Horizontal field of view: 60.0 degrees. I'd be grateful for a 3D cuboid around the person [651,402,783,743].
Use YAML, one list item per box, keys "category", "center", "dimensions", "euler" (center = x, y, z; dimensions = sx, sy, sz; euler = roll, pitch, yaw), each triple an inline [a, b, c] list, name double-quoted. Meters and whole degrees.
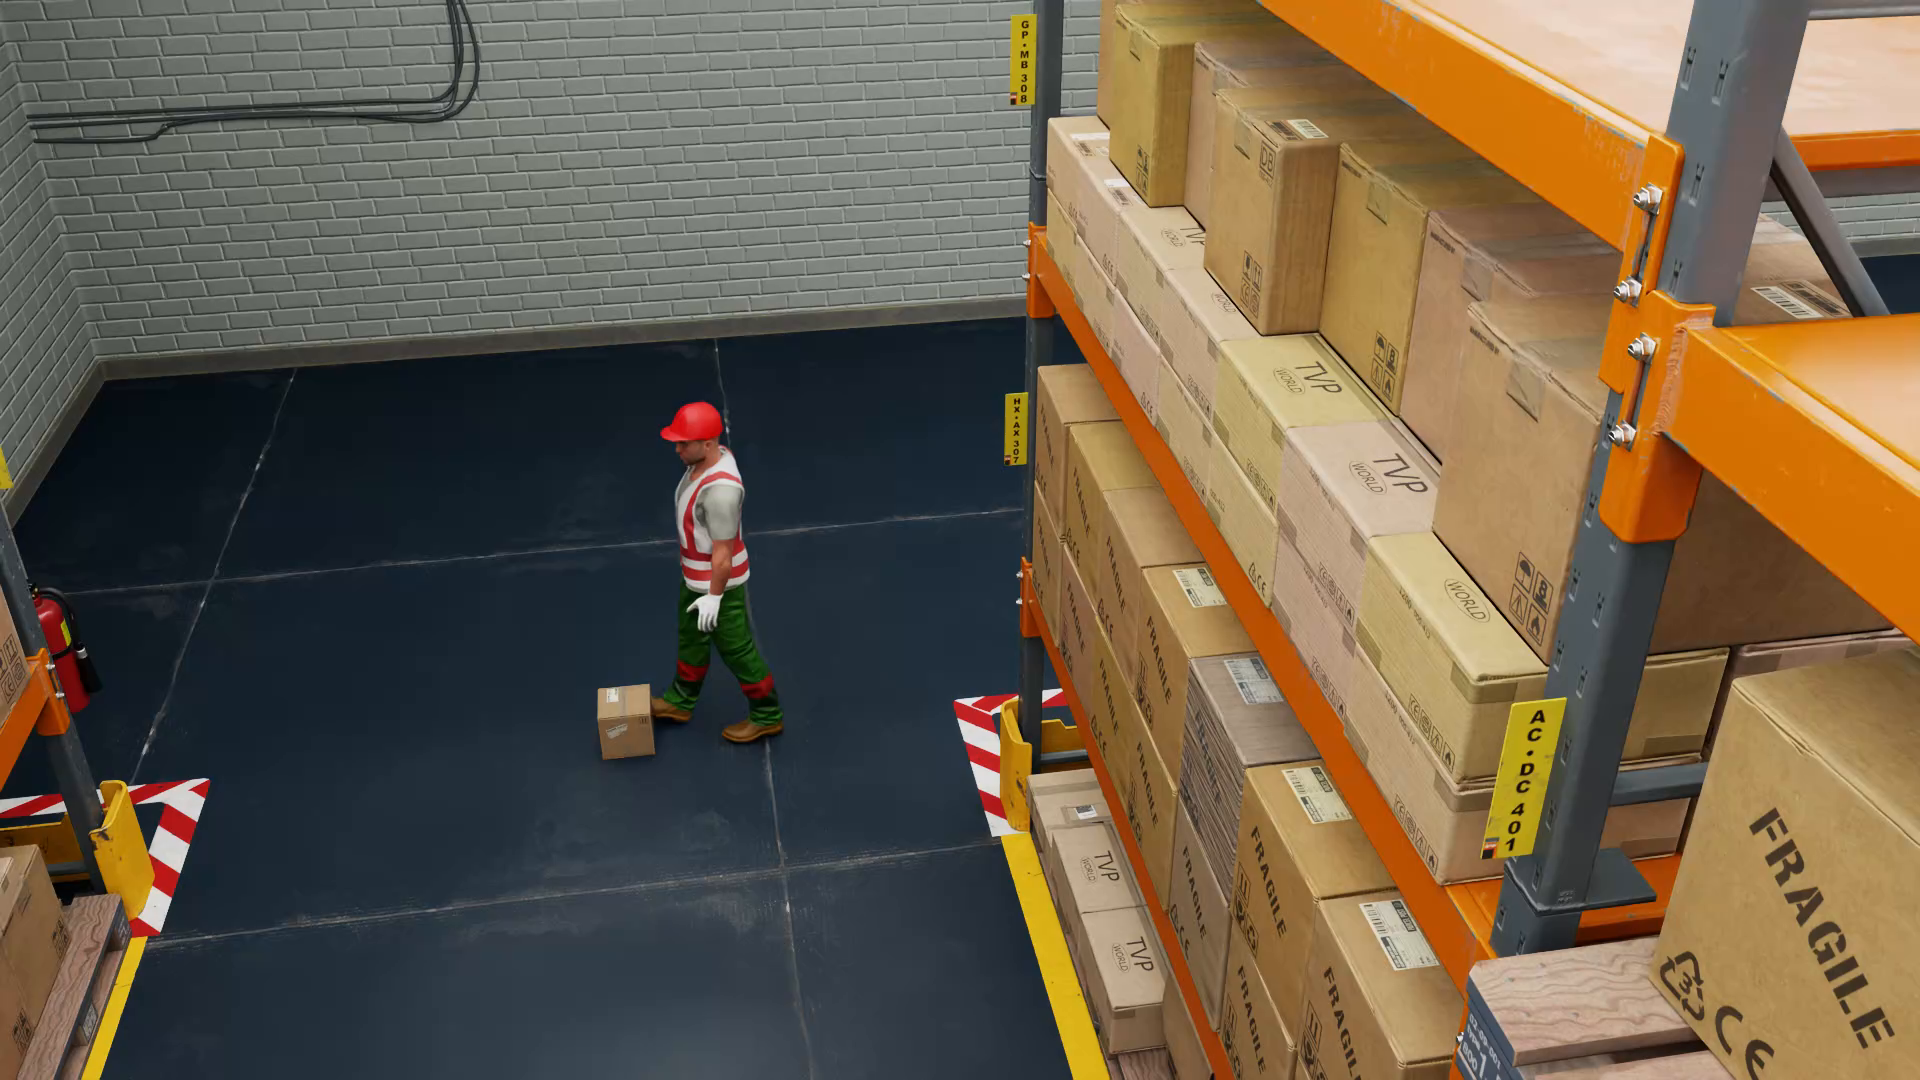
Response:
- category: "person"
  center: [-1.243, 0.175, 7.799]
  dimensions: [0.715, 1.781, 0.567]
  euler: [-8, 31, -13]
